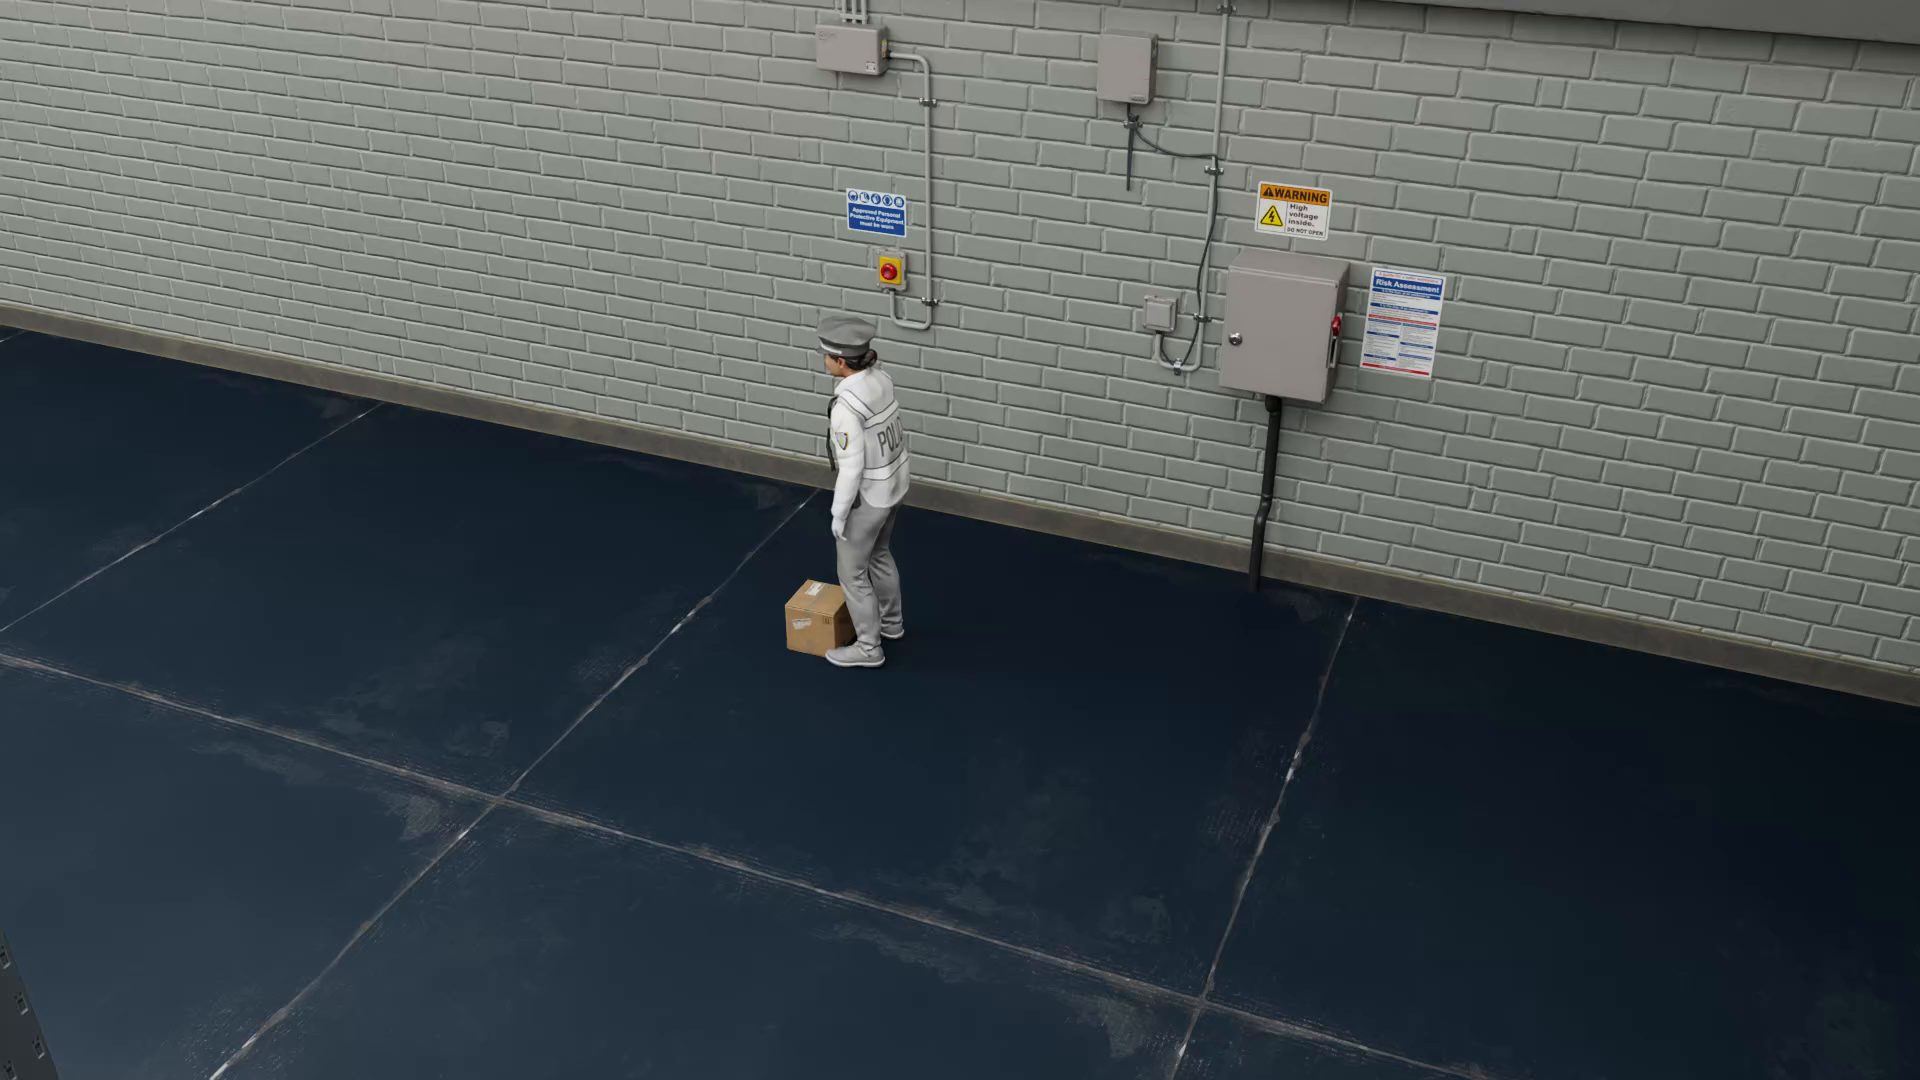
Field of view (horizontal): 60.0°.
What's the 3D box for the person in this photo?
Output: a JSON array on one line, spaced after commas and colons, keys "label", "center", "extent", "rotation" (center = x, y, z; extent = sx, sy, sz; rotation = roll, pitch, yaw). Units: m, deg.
[{"label": "person", "center": [-0.429, -0.198, 7.472], "extent": [0.376, 1.662, 0.527], "rotation": [11, 32, 19]}]
